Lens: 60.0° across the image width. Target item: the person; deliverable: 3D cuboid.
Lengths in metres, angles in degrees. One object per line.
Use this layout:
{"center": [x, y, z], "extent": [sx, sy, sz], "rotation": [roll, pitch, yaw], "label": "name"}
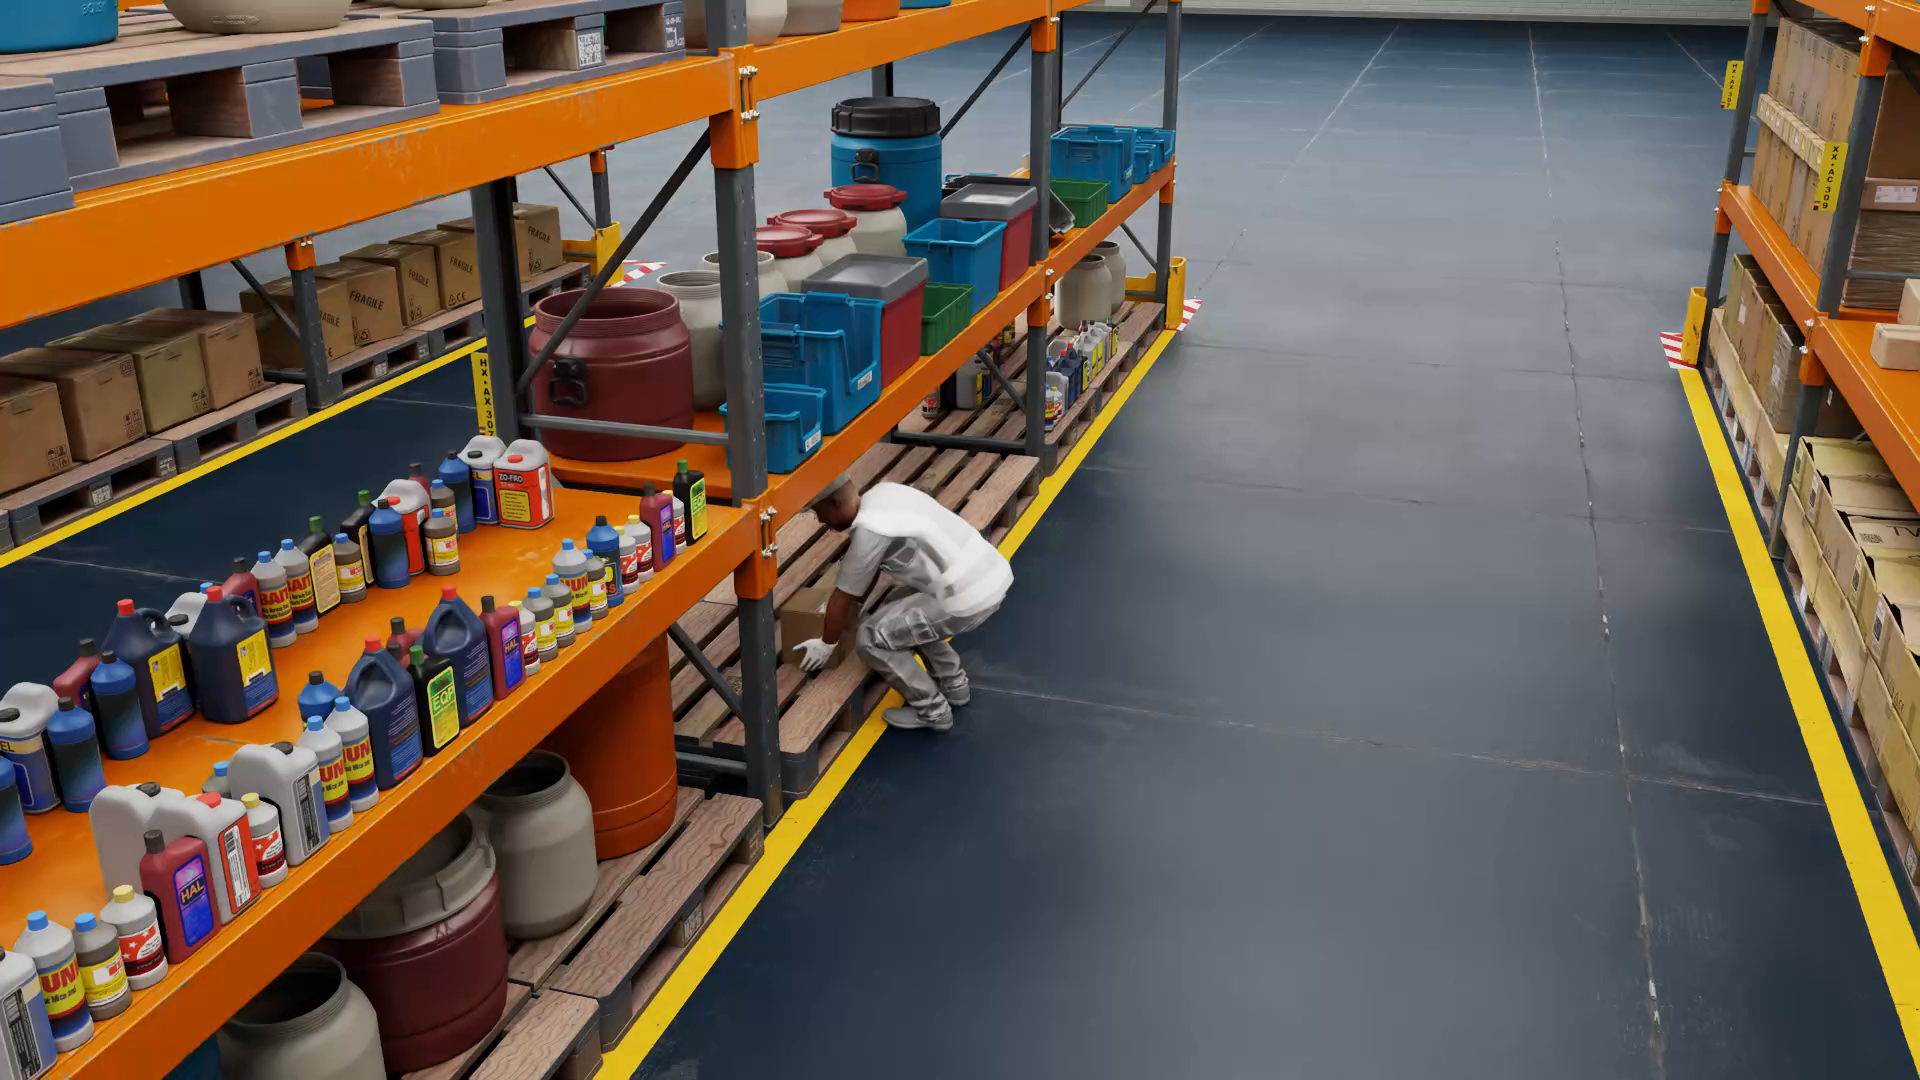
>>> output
{"center": [-0.241, 0.227, 6.902], "extent": [0.884, 1.112, 0.588], "rotation": [6, 23, 15], "label": "person"}
